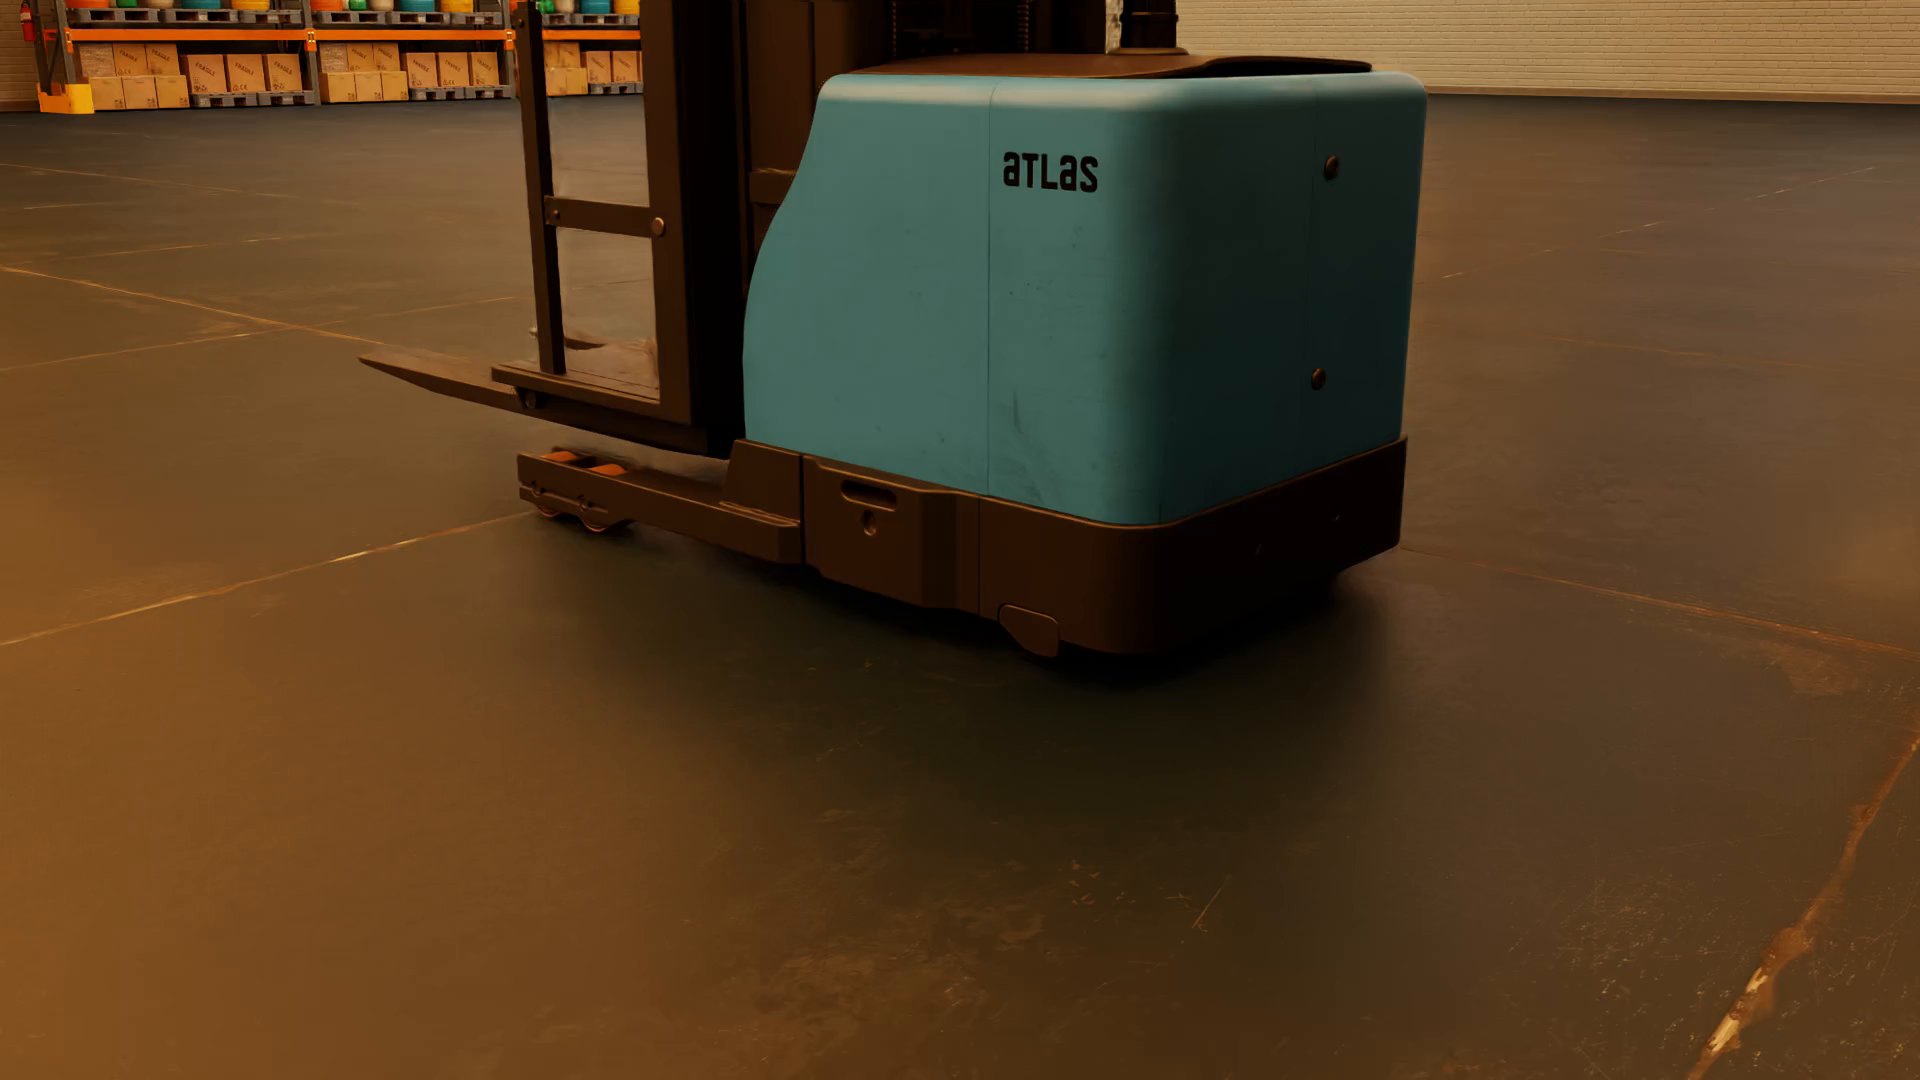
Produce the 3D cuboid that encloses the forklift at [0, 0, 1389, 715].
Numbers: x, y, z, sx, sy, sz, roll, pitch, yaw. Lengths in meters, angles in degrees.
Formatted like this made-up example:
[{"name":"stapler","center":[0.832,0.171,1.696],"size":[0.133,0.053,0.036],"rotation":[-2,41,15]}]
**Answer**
[{"name":"forklift","center":[-0.486,-1.284,3.126],"size":[3.031,2.935,1.130],"rotation":[-13,21,-36]}]
